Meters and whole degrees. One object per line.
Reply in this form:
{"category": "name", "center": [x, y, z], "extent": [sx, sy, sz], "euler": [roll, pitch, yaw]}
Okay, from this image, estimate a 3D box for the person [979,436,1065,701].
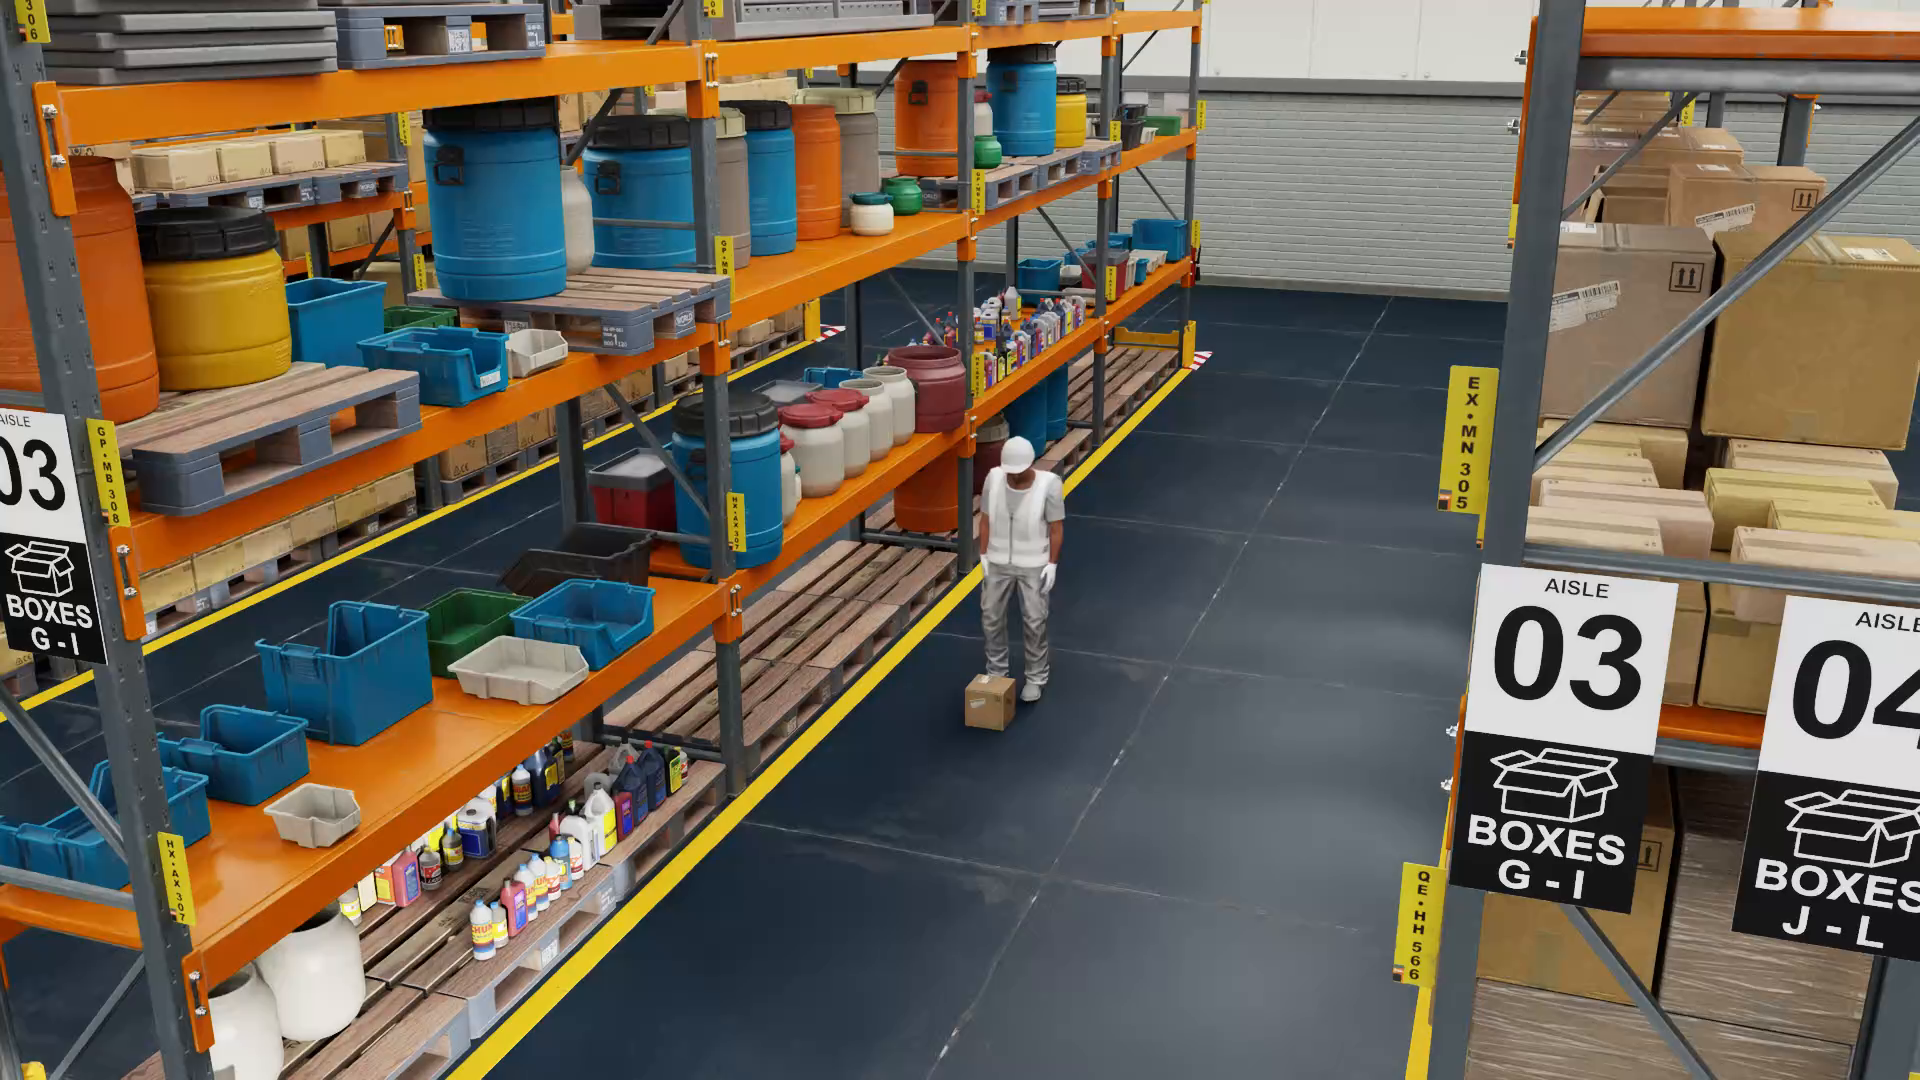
{"category": "person", "center": [0.382, 0.168, 10.587], "extent": [0.566, 1.749, 0.427], "euler": [7, 20, 19]}
